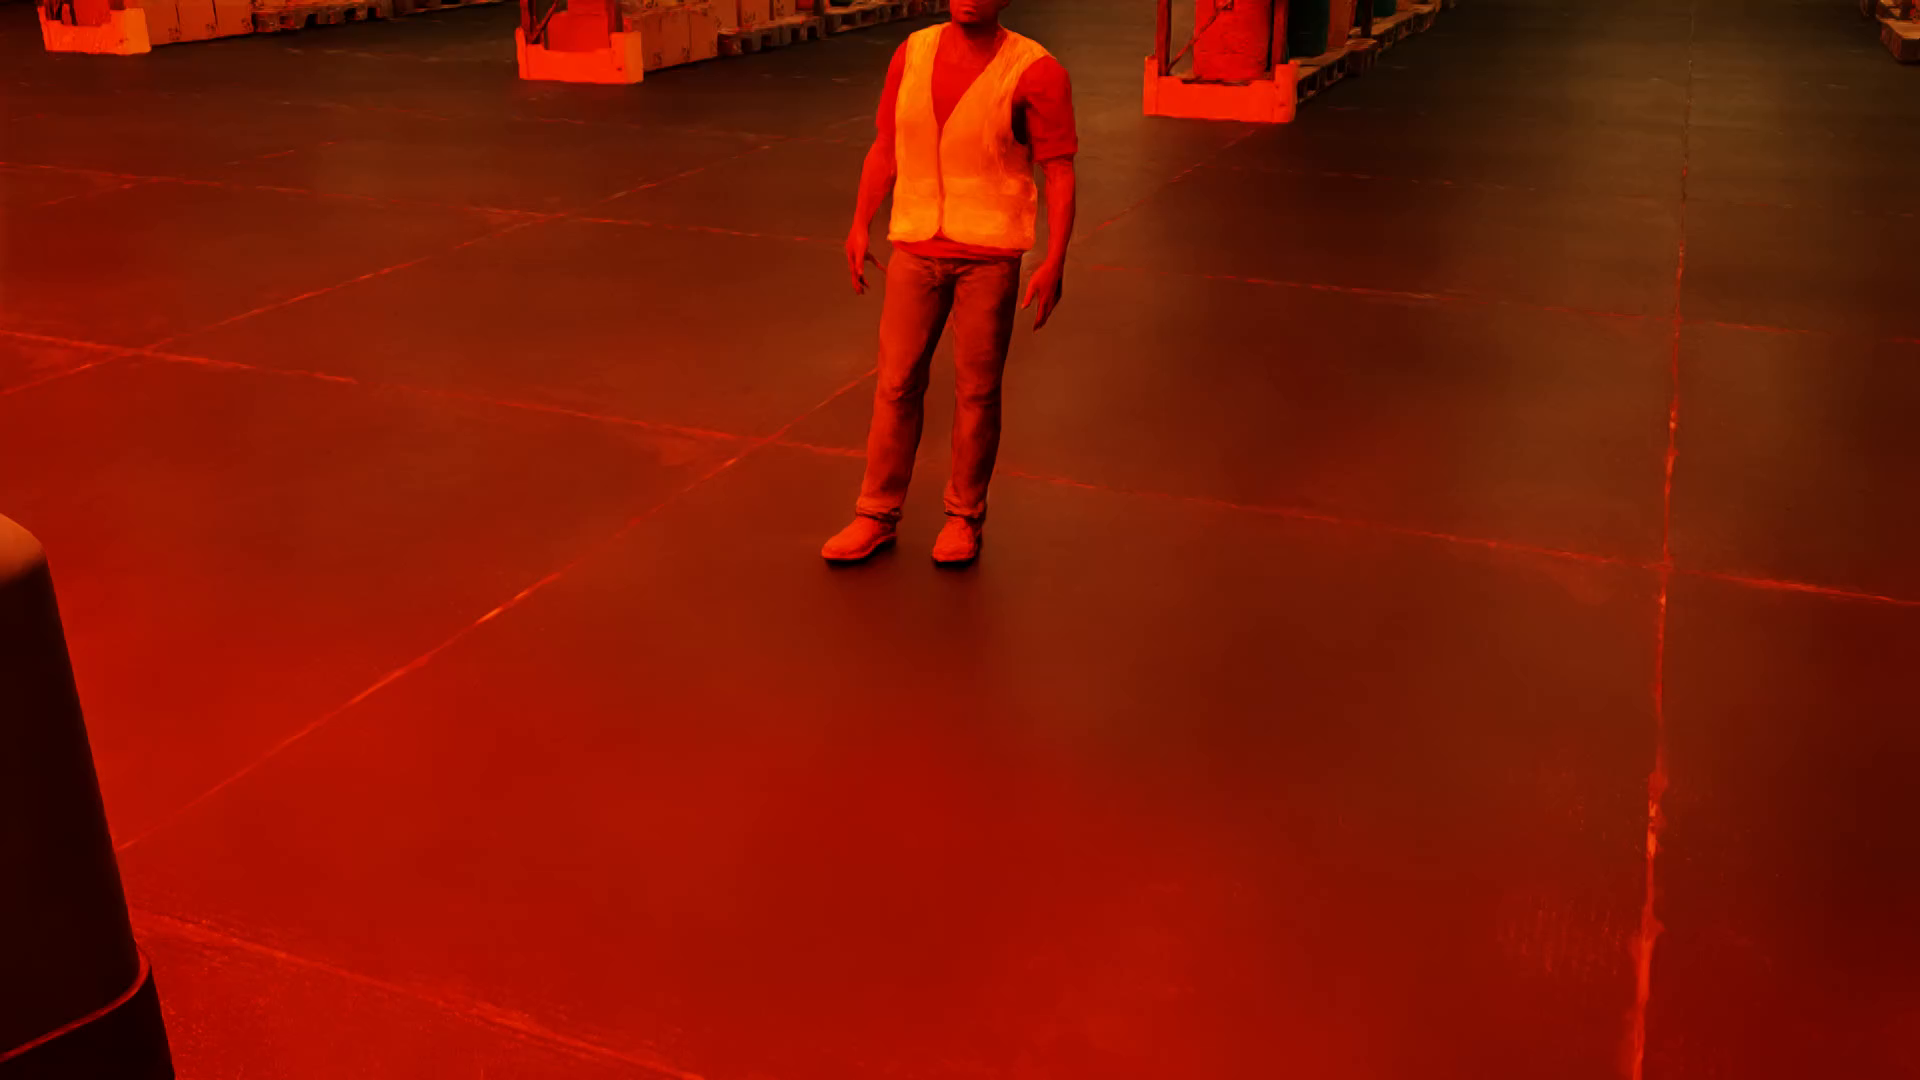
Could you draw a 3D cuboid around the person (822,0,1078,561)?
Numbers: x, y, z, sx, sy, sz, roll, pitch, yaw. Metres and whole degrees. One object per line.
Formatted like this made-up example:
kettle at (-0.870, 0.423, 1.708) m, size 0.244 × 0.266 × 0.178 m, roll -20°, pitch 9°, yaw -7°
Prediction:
person at (-0.032, -0.797, 4.692) m, size 0.665 × 1.766 × 0.576 m, roll 9°, pitch 24°, yaw 21°
